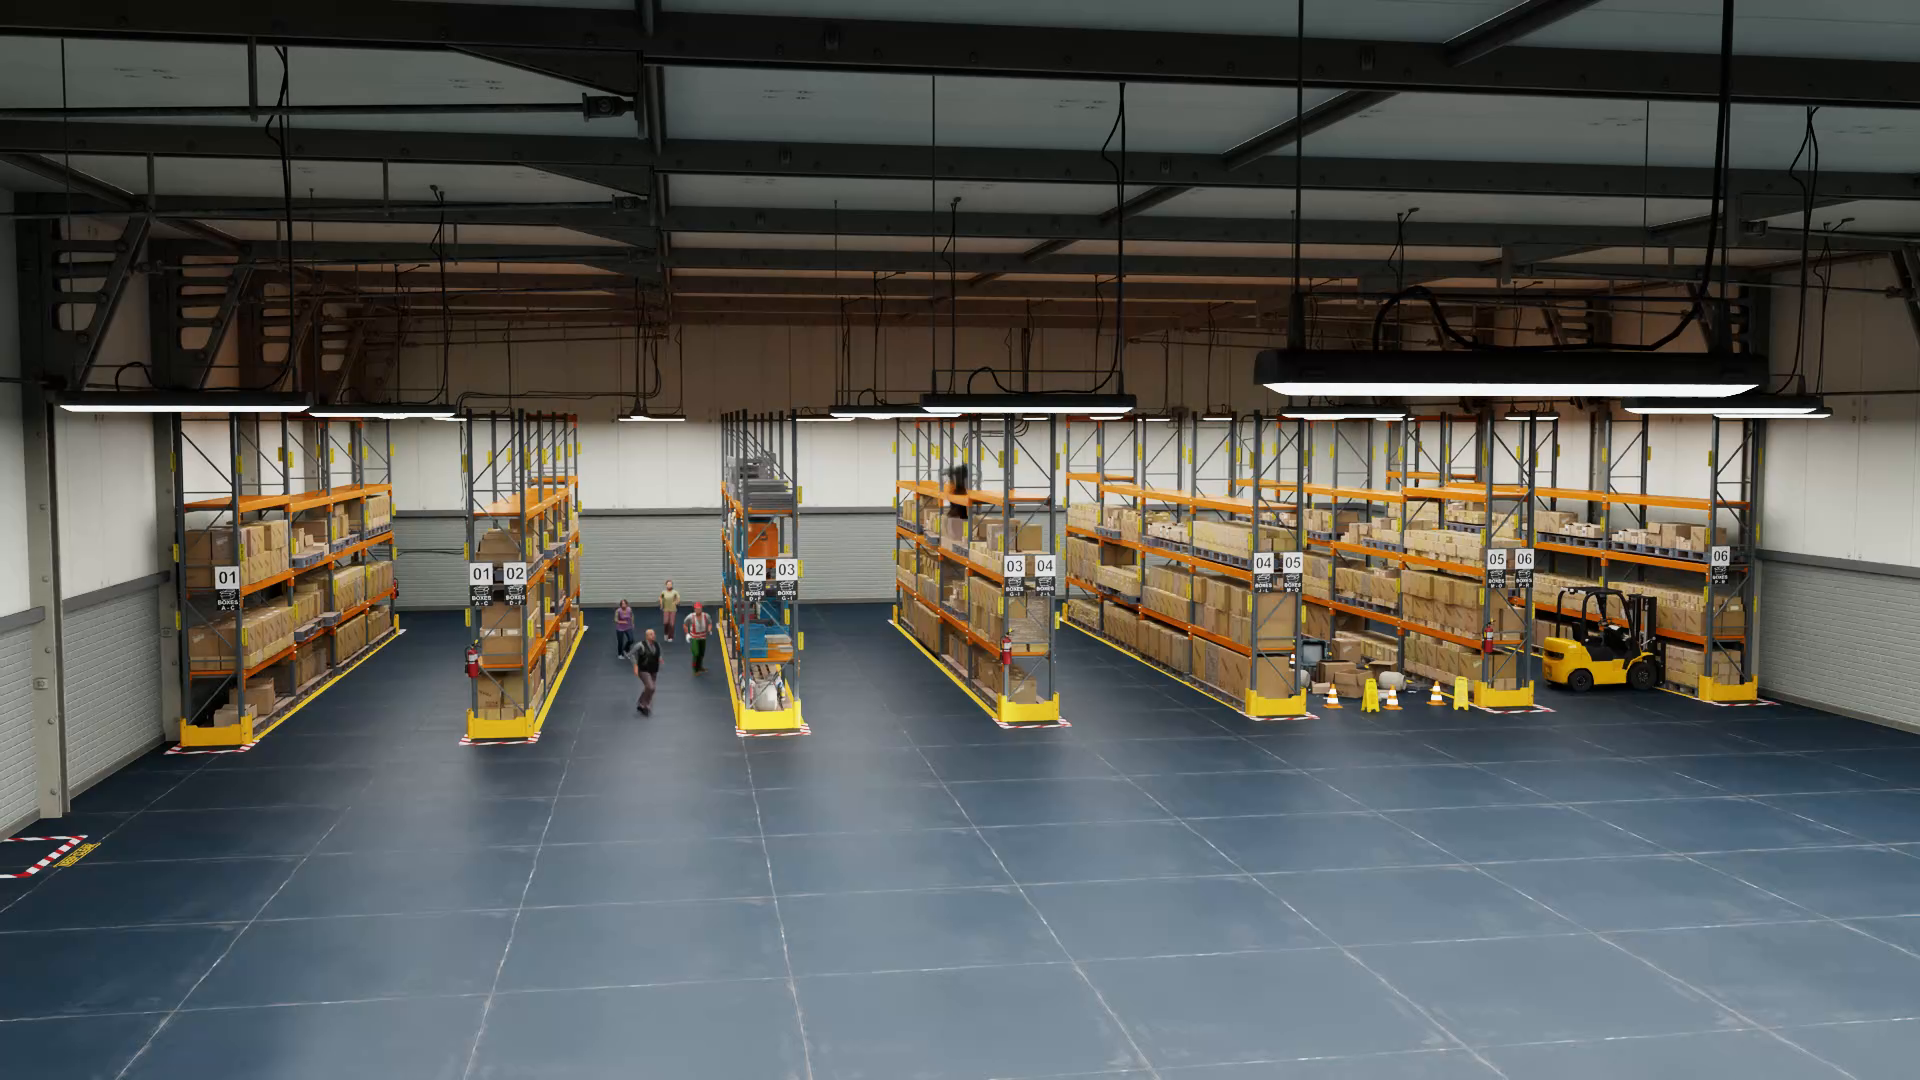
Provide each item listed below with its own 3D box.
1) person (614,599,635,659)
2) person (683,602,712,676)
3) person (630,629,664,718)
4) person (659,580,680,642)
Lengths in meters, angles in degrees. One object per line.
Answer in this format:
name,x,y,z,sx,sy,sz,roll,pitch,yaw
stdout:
person,-8.115,2.162,40.229,0.544,1.496,0.837,-2,4,-25
person,-5.935,2.241,37.866,0.696,1.705,0.909,-3,5,-34
person,-6.122,2.612,32.612,0.834,1.739,0.608,4,5,43
person,-7.588,1.861,43.448,0.567,1.629,0.599,0,4,-5
